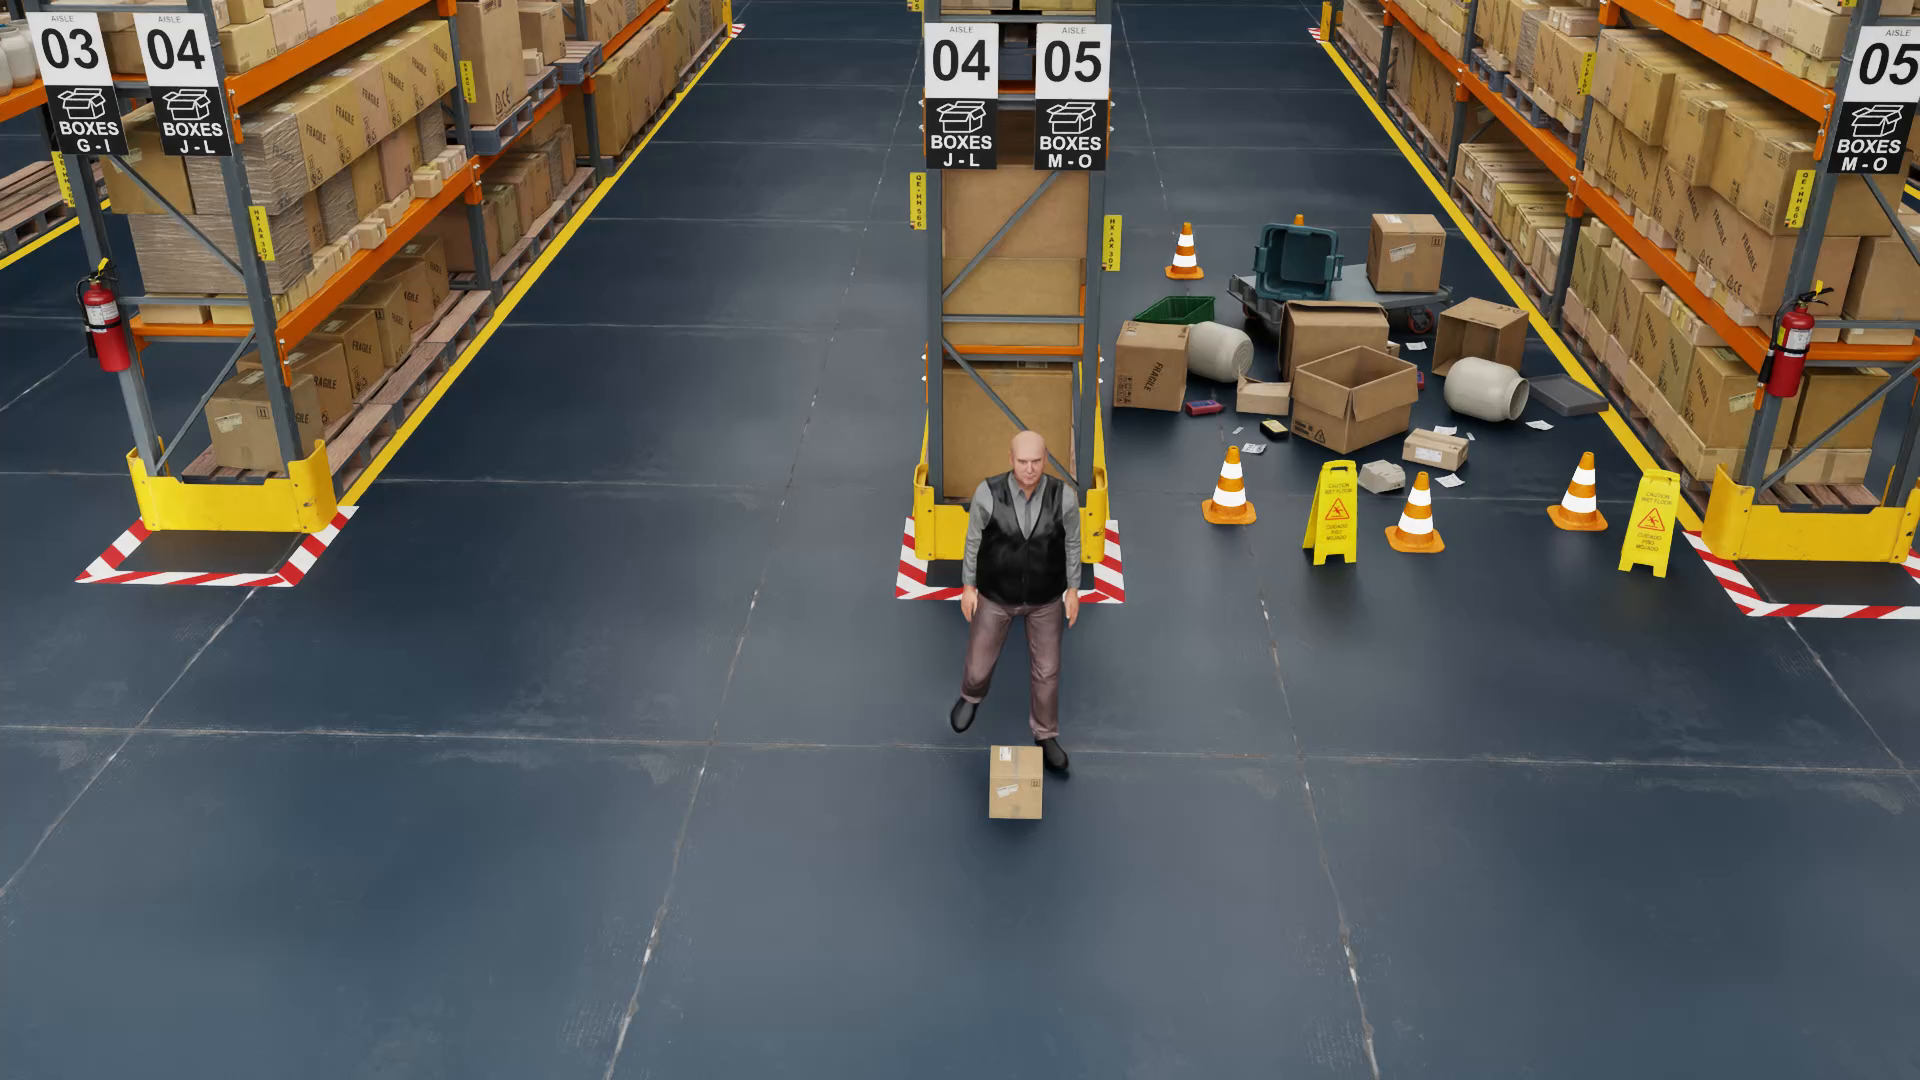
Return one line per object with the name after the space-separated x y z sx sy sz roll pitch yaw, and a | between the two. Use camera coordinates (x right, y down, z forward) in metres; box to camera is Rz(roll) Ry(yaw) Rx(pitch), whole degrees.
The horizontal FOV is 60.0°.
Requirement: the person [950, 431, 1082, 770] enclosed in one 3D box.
0.277 0.273 8.091 0.634 1.723 0.581 -3 28 -5 | person
